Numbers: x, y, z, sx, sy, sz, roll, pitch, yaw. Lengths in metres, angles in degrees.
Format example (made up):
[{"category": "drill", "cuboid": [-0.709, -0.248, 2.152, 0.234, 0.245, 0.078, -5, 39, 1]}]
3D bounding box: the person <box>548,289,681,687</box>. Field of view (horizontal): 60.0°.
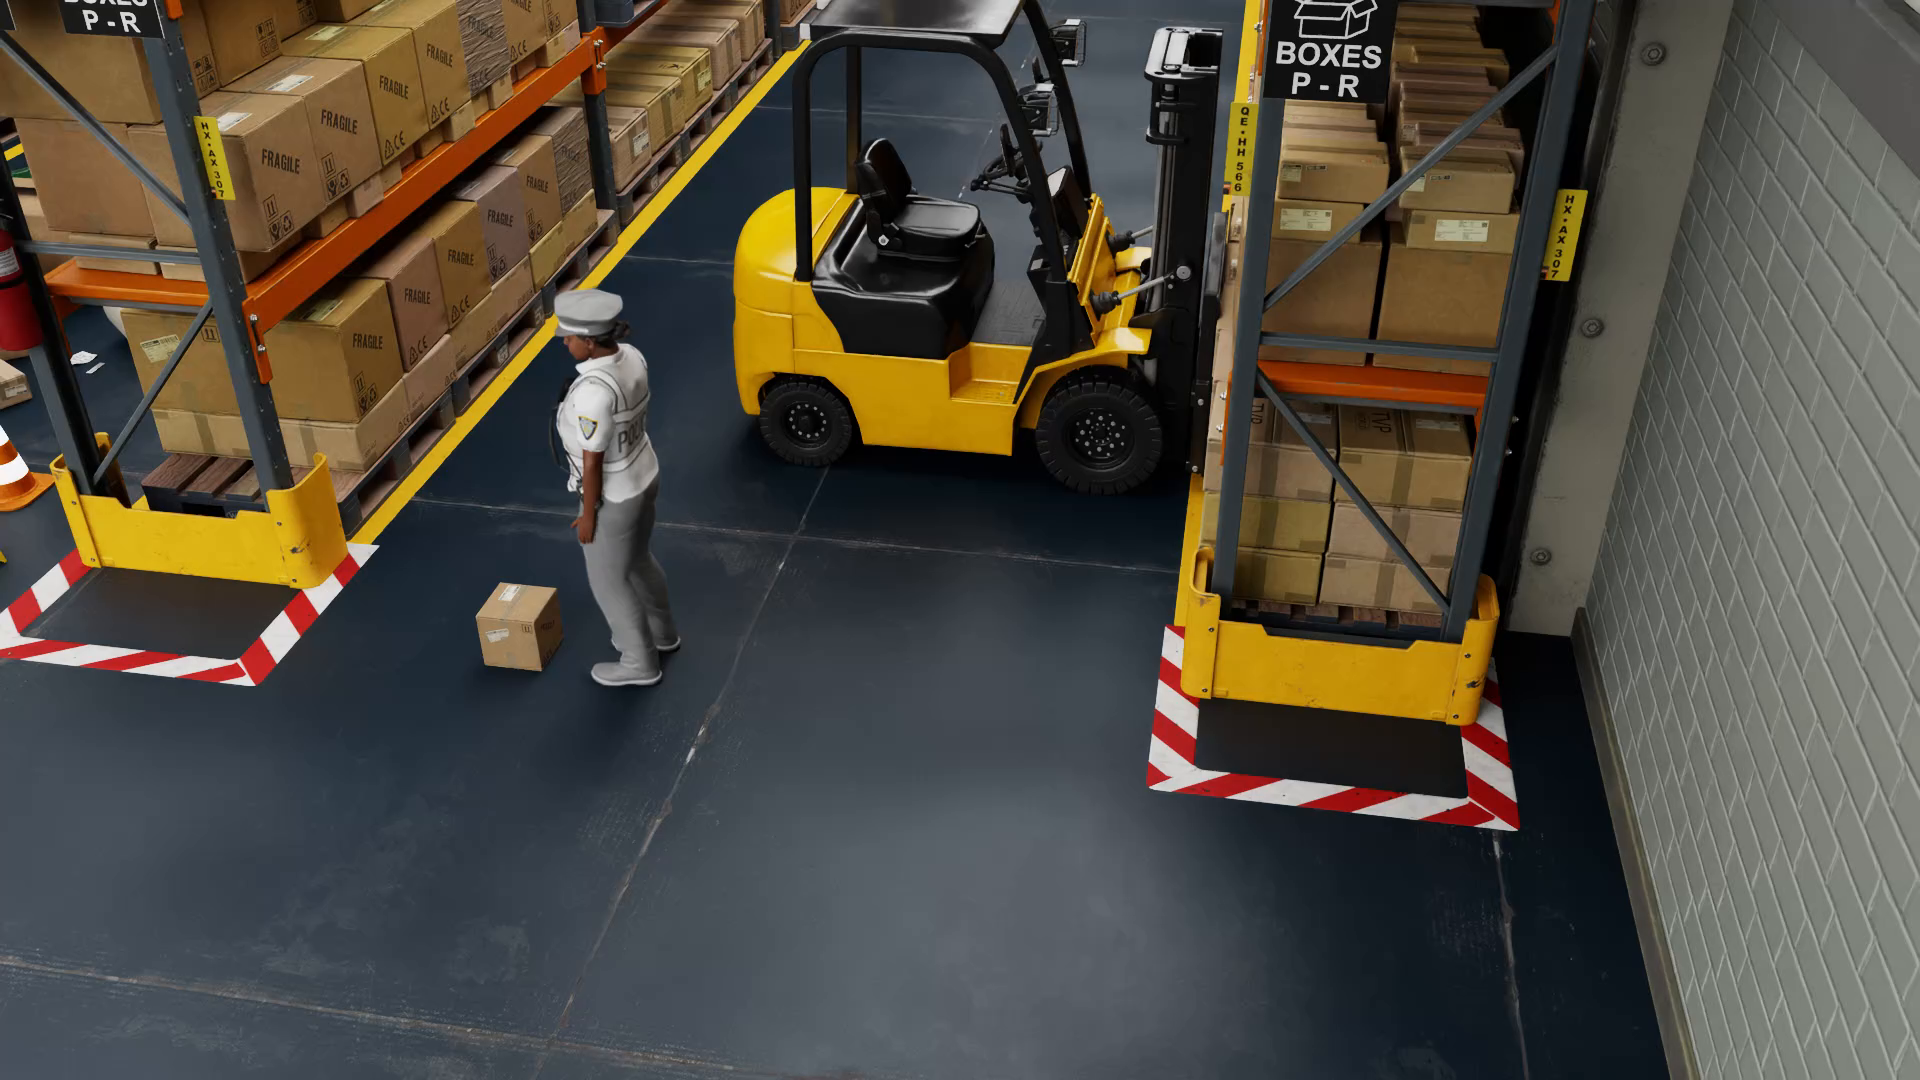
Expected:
[{"category": "person", "cuboid": [-1.343, -0.176, 6.425, 0.341, 1.656, 0.438, 6, 33, 9]}]
